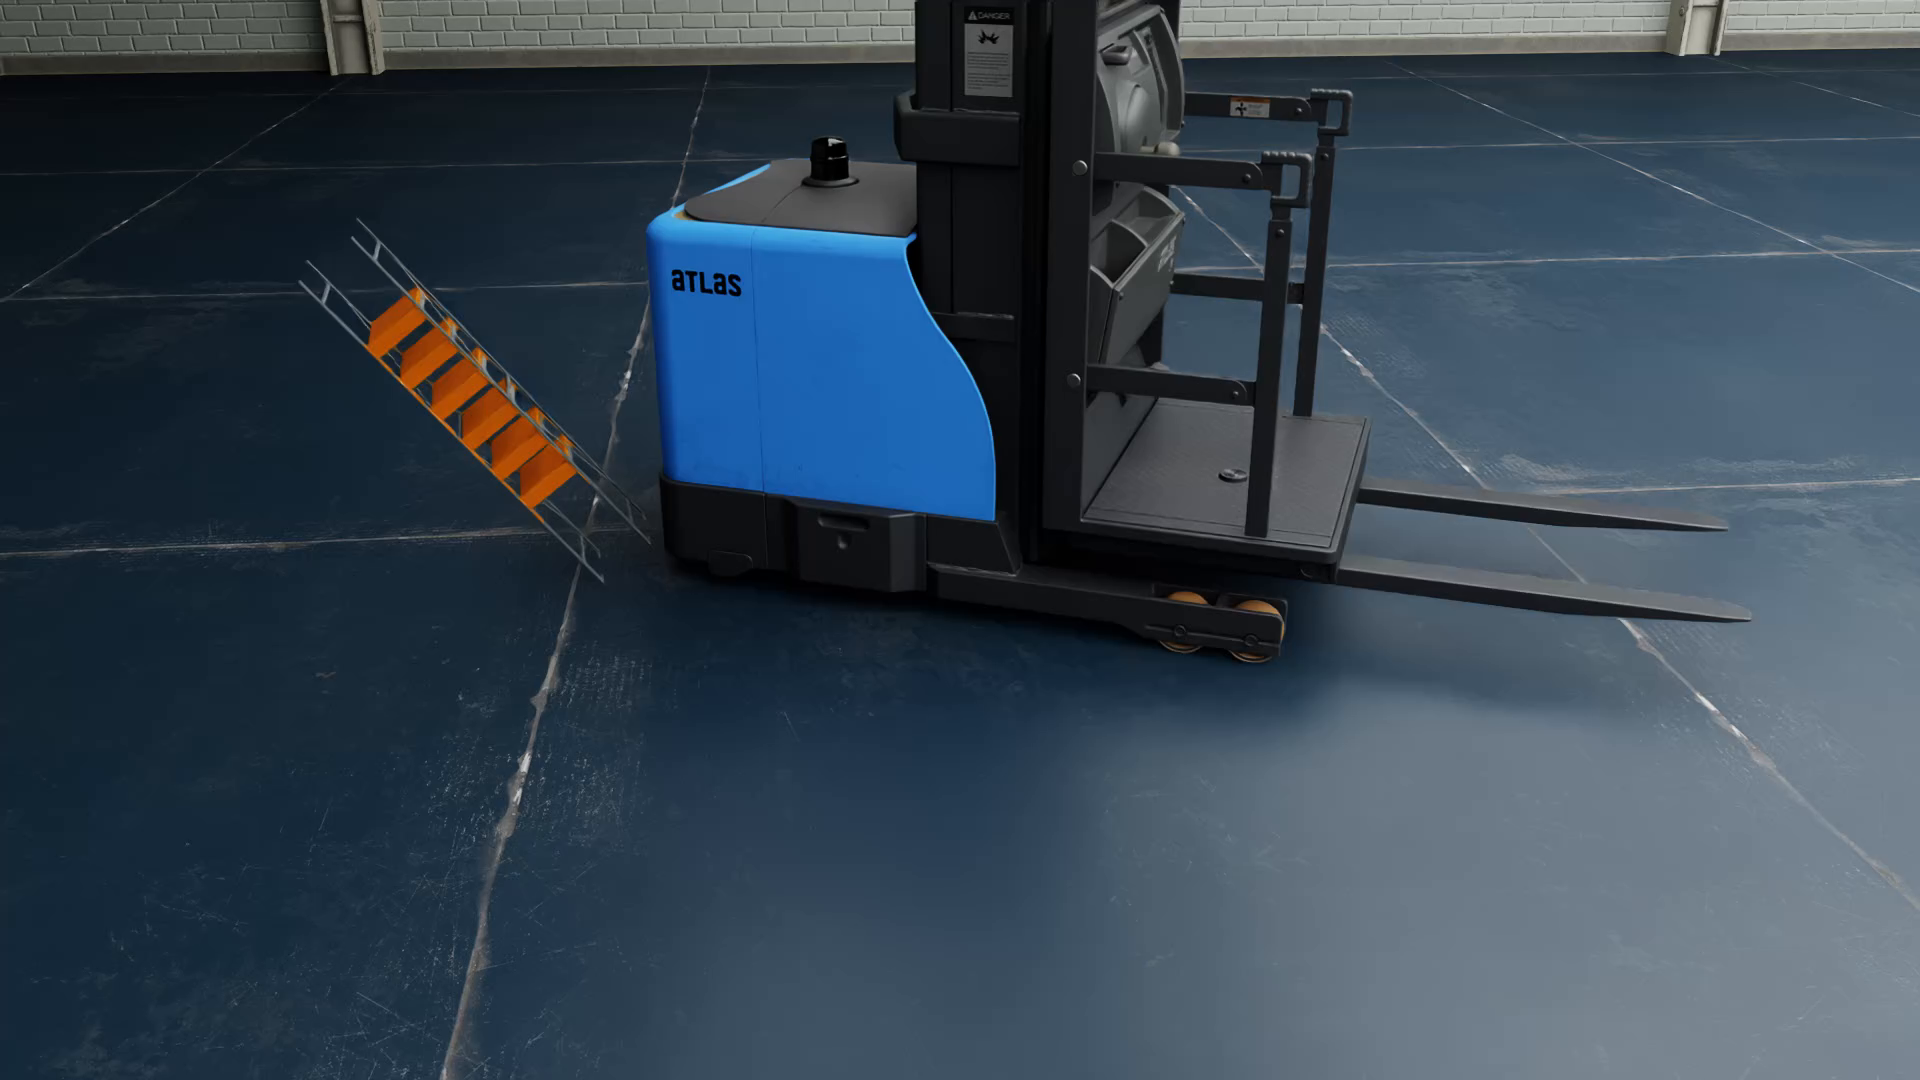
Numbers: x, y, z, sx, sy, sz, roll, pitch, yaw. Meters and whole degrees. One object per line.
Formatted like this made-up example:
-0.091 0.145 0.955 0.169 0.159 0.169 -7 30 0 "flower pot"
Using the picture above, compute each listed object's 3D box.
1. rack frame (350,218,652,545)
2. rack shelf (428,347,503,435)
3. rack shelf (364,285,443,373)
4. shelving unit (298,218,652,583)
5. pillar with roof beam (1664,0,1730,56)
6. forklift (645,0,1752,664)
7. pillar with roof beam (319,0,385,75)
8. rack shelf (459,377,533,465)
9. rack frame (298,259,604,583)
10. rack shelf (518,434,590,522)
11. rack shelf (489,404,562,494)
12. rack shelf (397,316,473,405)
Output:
-1.293 -0.438 4.771 0.006 1.200 0.240 -39 28 3 "rack frame"
-1.408 -0.432 4.741 0.180 0.103 0.258 -39 28 3 "rack shelf"
-1.546 -0.594 4.630 0.180 0.103 0.258 -39 28 3 "rack shelf"
-1.364 -0.381 4.776 0.189 1.200 0.258 -39 28 3 "shelving unit"
7.189 -6.877 9.644 0.400 9.000 9.100 -2 24 -5 "pillar with roof beam"
0.681 -1.248 4.448 3.031 2.935 1.130 7 25 16 "forklift"
-4.753 -6.398 8.566 0.400 9.000 9.100 -2 24 -5 "pillar with roof beam"
-1.339 -0.351 4.797 0.180 0.103 0.258 -39 28 3 "rack shelf"
-1.436 -0.324 4.781 0.006 1.200 0.240 -39 28 3 "rack frame"
-1.201 -0.189 4.908 0.180 0.103 0.258 -39 28 3 "rack shelf"
-1.270 -0.270 4.852 0.180 0.103 0.258 -39 28 3 "rack shelf"
-1.477 -0.513 4.685 0.180 0.103 0.258 -39 28 3 "rack shelf"
